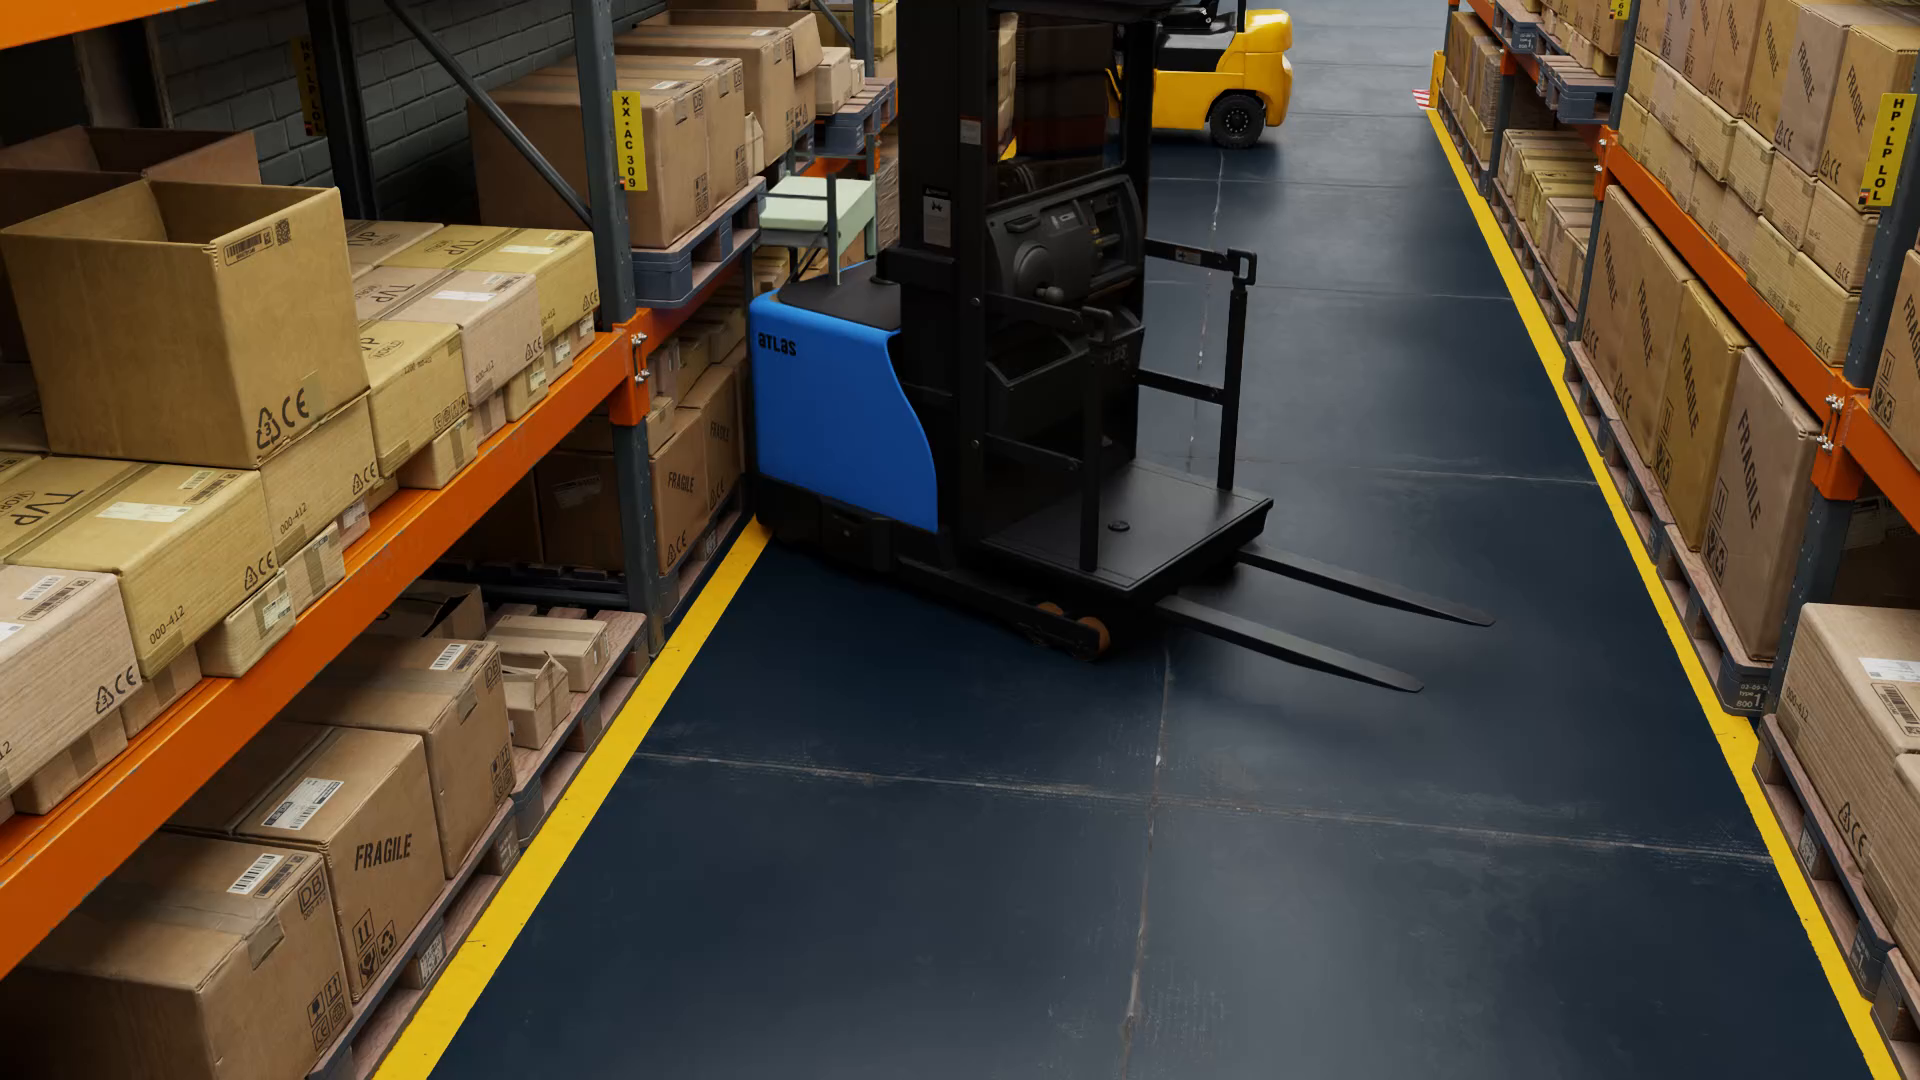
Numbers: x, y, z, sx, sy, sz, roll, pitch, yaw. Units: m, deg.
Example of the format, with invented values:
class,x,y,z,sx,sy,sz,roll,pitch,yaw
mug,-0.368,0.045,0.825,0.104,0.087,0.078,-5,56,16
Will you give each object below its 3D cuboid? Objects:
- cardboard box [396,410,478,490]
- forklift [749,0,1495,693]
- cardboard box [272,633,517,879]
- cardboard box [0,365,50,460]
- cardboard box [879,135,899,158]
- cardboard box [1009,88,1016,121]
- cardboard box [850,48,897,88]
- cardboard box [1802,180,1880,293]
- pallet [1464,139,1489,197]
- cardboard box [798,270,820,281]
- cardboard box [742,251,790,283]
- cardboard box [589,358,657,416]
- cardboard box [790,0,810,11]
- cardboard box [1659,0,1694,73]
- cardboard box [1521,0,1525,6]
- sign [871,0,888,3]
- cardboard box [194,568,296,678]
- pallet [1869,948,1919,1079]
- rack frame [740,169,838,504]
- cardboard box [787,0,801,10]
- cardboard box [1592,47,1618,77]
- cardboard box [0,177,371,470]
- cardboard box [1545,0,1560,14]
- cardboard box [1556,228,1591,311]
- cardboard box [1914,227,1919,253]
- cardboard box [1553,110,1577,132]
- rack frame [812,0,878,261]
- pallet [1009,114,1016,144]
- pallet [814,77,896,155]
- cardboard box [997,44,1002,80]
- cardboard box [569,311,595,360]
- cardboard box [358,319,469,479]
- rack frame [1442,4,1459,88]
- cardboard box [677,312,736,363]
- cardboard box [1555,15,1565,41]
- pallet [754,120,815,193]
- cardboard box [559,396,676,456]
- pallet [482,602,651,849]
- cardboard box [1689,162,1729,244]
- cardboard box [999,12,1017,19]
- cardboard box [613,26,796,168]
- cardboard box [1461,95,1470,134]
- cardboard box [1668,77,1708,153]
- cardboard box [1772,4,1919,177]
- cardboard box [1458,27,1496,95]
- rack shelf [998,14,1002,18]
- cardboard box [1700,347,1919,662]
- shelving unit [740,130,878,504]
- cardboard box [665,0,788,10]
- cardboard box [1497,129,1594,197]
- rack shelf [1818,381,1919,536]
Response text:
class,x,y,z,sx,sy,sz,roll,pitch,yaw
cardboard box,-1.561,-0.263,4.569,0.380,0.149,0.250,4,25,8
forklift,0.576,-1.123,6.192,3.031,2.935,1.130,19,31,34
cardboard box,-1.747,0.612,4.857,0.700,0.500,0.500,3,25,7
cardboard box,-2.218,-0.210,3.987,0.500,0.250,0.500,4,25,8
cardboard box,-0.766,-2.286,10.901,0.875,0.625,0.625,5,26,10
cardboard box,0.215,-3.864,14.715,0.500,0.250,0.500,4,25,9
cardboard box,-0.667,-2.738,9.739,0.500,0.250,0.500,4,25,9
cardboard box,3.095,-0.982,5.397,0.500,0.250,0.500,4,25,8
pallet,4.645,-2.989,13.386,1.003,0.211,1.213,4,25,9
cardboard box,-1.013,-1.076,8.464,0.500,0.500,0.500,5,26,11
cardboard box,-1.040,-1.330,8.242,0.380,0.149,0.250,4,25,8
cardboard box,-1.373,-0.587,6.303,0.380,0.149,0.250,4,25,8
cardboard box,-1.182,-3.003,9.715,0.500,0.250,0.500,5,25,10
cardboard box,3.523,-2.396,7.533,0.500,0.500,0.500,4,25,9
cardboard box,4.168,-3.835,11.706,0.380,0.149,0.250,4,25,9
sign,-0.444,-3.092,9.046,0.100,0.325,0.005,4,25,9
cardboard box,-1.704,0.168,3.648,0.380,0.149,0.250,3,25,7
pallet,2.864,1.465,3.871,1.003,0.211,1.213,4,25,9
rack frame,-0.711,-0.821,7.062,0.400,1.500,0.023,5,26,8
cardboard box,-1.127,-3.127,9.508,0.380,0.149,0.250,5,26,10
cardboard box,3.711,-2.642,9.157,0.380,0.149,0.250,4,25,9
cardboard box,-1.704,-0.497,3.714,0.500,0.500,0.500,5,25,10
cardboard box,3.962,-3.531,10.291,0.500,0.500,0.500,3,25,6
cardboard box,4.019,-1.531,9.587,0.950,0.372,0.625,2,25,5
cardboard box,2.946,-0.938,4.418,0.500,0.500,0.500,4,25,9
cardboard box,4.933,-3.481,13.011,0.500,0.500,0.500,5,26,11
rack frame,-0.981,-2.638,9.347,1.000,3.000,0.127,4,25,9
pallet,0.041,-3.889,15.309,1.003,0.211,1.213,4,25,9
pallet,-1.022,-2.262,8.771,1.213,0.211,1.003,4,25,9
cardboard box,0.061,-3.889,13.588,0.500,0.250,0.500,4,25,8
cardboard box,-1.438,-0.700,5.503,0.380,0.149,0.250,4,25,9
cardboard box,-1.639,-0.383,4.357,0.500,0.250,0.500,4,25,8
rack frame,5.224,-5.641,15.763,1.000,3.000,0.127,4,25,9
cardboard box,-1.205,-0.895,7.312,0.380,0.149,0.250,4,25,8
cardboard box,3.913,-3.179,10.303,0.380,0.149,0.250,3,25,7
pallet,-1.294,-1.737,7.649,1.003,0.211,1.213,4,25,9
cardboard box,-1.313,-0.448,6.357,0.380,0.149,0.250,5,26,11
pallet,-1.748,0.586,5.750,1.003,0.211,1.213,4,25,9
cardboard box,3.353,-1.398,6.876,0.500,0.250,0.500,4,25,9
cardboard box,0.409,-4.741,15.409,0.500,0.250,0.500,4,25,9
cardboard box,-1.122,-1.932,7.225,0.700,0.500,0.500,4,25,8
cardboard box,4.567,-3.615,14.182,0.500,0.250,0.500,4,25,9
cardboard box,3.411,-1.835,7.220,0.500,0.250,0.500,4,25,8
cardboard box,3.166,-1.542,5.708,0.500,0.500,0.500,5,25,10
cardboard box,4.645,-4.169,14.482,0.500,0.500,0.500,5,25,10
rack shelf,0.000,-4.821,14.860,1.077,0.370,4.000,4,25,9
cardboard box,3.285,-0.115,5.968,0.875,0.875,0.875,5,26,10
shelving unit,-0.650,-0.979,7.386,0.431,1.500,0.755,5,26,8
cardboard box,-1.219,-2.669,8.800,0.500,0.500,0.500,5,26,11
cardboard box,4.487,-2.749,12.188,0.950,0.372,0.625,4,25,9
rack shelf,2.936,0.540,3.407,1.077,0.370,4.000,4,25,9
